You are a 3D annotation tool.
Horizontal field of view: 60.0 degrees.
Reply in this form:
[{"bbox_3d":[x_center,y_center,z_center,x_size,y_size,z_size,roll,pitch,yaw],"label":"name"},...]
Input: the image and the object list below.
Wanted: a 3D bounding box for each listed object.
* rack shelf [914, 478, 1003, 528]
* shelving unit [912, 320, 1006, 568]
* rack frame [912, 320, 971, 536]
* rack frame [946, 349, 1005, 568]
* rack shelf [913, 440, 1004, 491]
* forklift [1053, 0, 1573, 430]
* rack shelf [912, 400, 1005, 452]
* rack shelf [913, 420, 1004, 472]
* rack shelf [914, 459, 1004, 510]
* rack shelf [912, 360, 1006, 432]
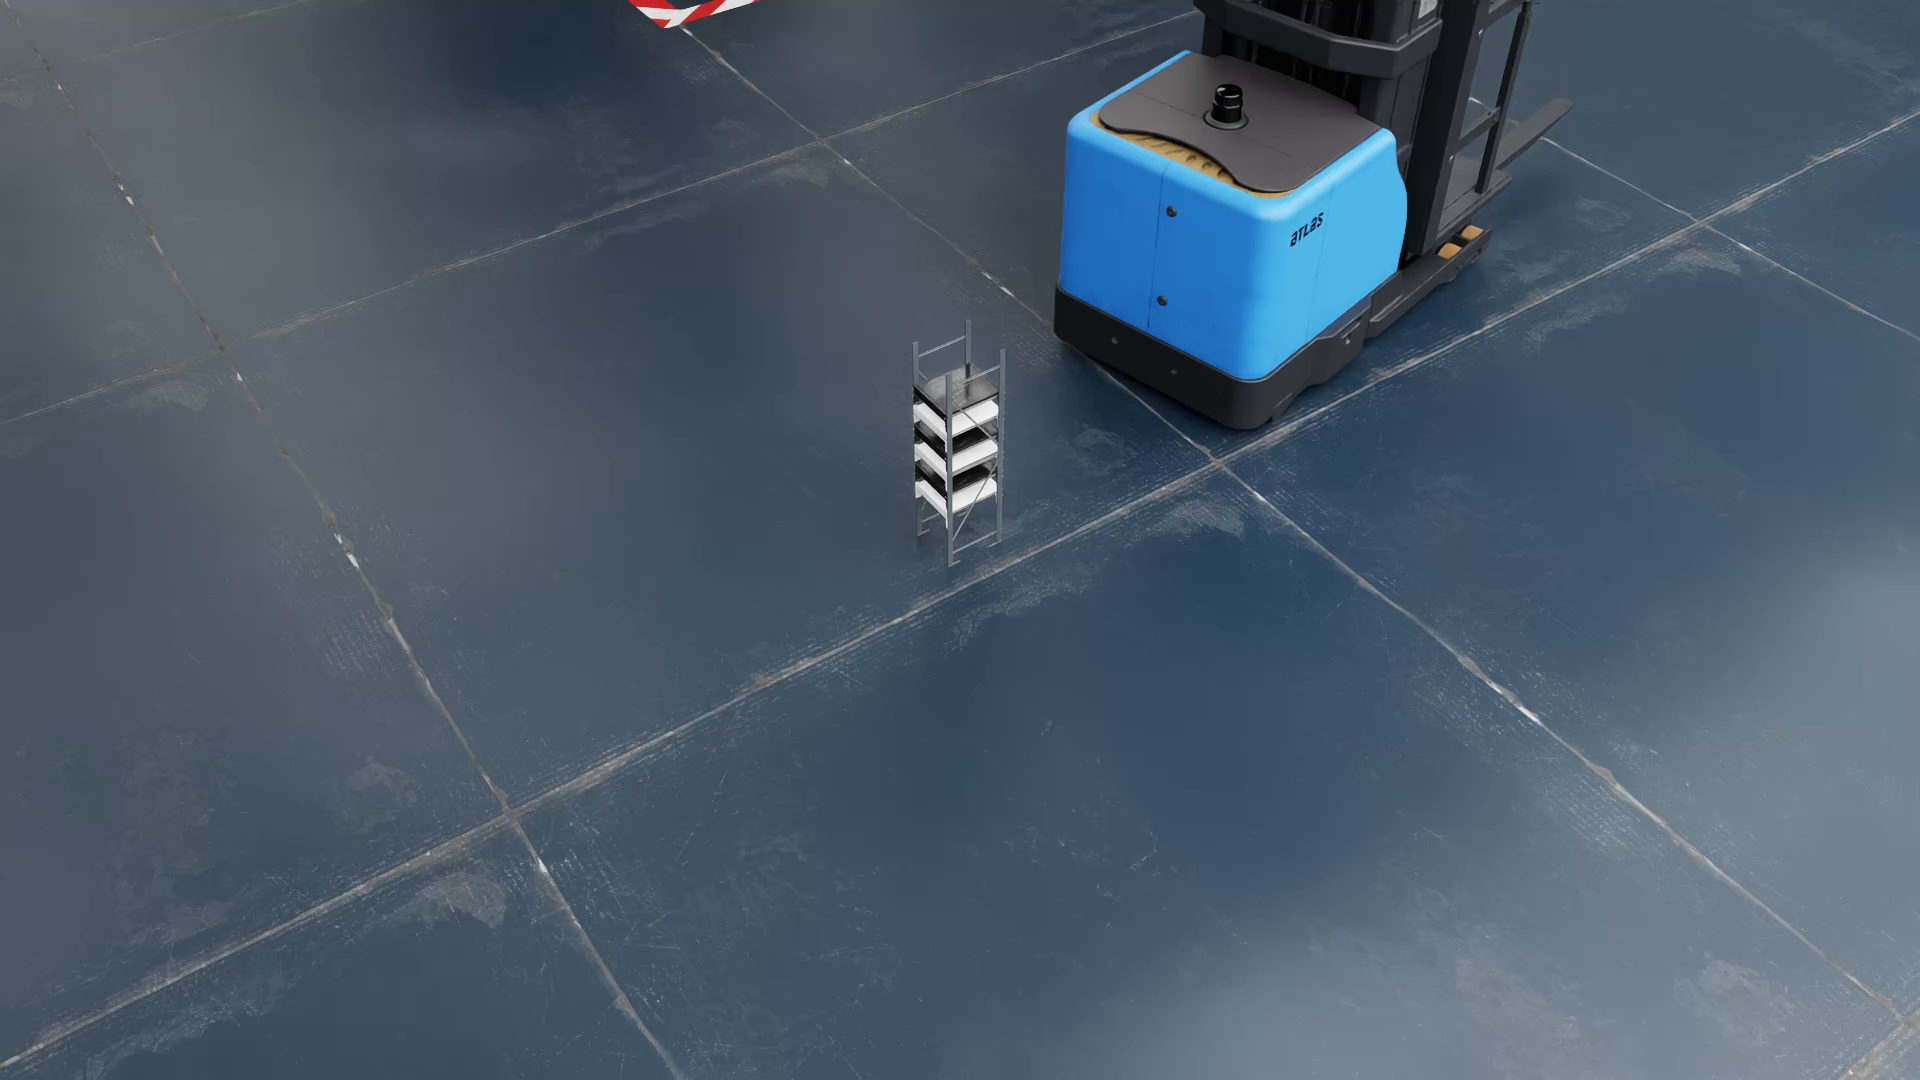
[{"bbox_3d":[-0.005,-0.176,6.091,0.258,0.077,0.200,-26,49,-24],"label":"rack shelf"},{"bbox_3d":[-0.005,-0.330,5.944,0.258,0.900,0.210,-26,49,-24],"label":"shelving unit"},{"bbox_3d":[-0.063,-0.388,6.004,0.240,0.900,0.006,-26,49,-24],"label":"rack frame"},{"bbox_3d":[0.054,-0.273,5.884,0.240,0.900,0.006,-26,49,-24],"label":"rack frame"},{"bbox_3d":[-0.005,-0.306,5.967,0.258,0.077,0.200,-26,49,-24],"label":"rack shelf"},{"bbox_3d":[1.758,-2.434,6.677,1.130,2.935,3.031,32,52,29],"label":"forklift"},{"bbox_3d":[-0.005,-0.436,5.843,0.258,0.077,0.200,-26,49,-24],"label":"rack shelf"},{"bbox_3d":[-0.005,-0.371,5.905,0.258,0.077,0.200,-26,49,-24],"label":"rack shelf"},{"bbox_3d":[-0.005,-0.241,6.029,0.258,0.077,0.200,-26,49,-24],"label":"rack shelf"},{"bbox_3d":[-0.005,-0.501,5.781,0.258,0.077,0.200,-26,49,-24],"label":"rack shelf"}]
